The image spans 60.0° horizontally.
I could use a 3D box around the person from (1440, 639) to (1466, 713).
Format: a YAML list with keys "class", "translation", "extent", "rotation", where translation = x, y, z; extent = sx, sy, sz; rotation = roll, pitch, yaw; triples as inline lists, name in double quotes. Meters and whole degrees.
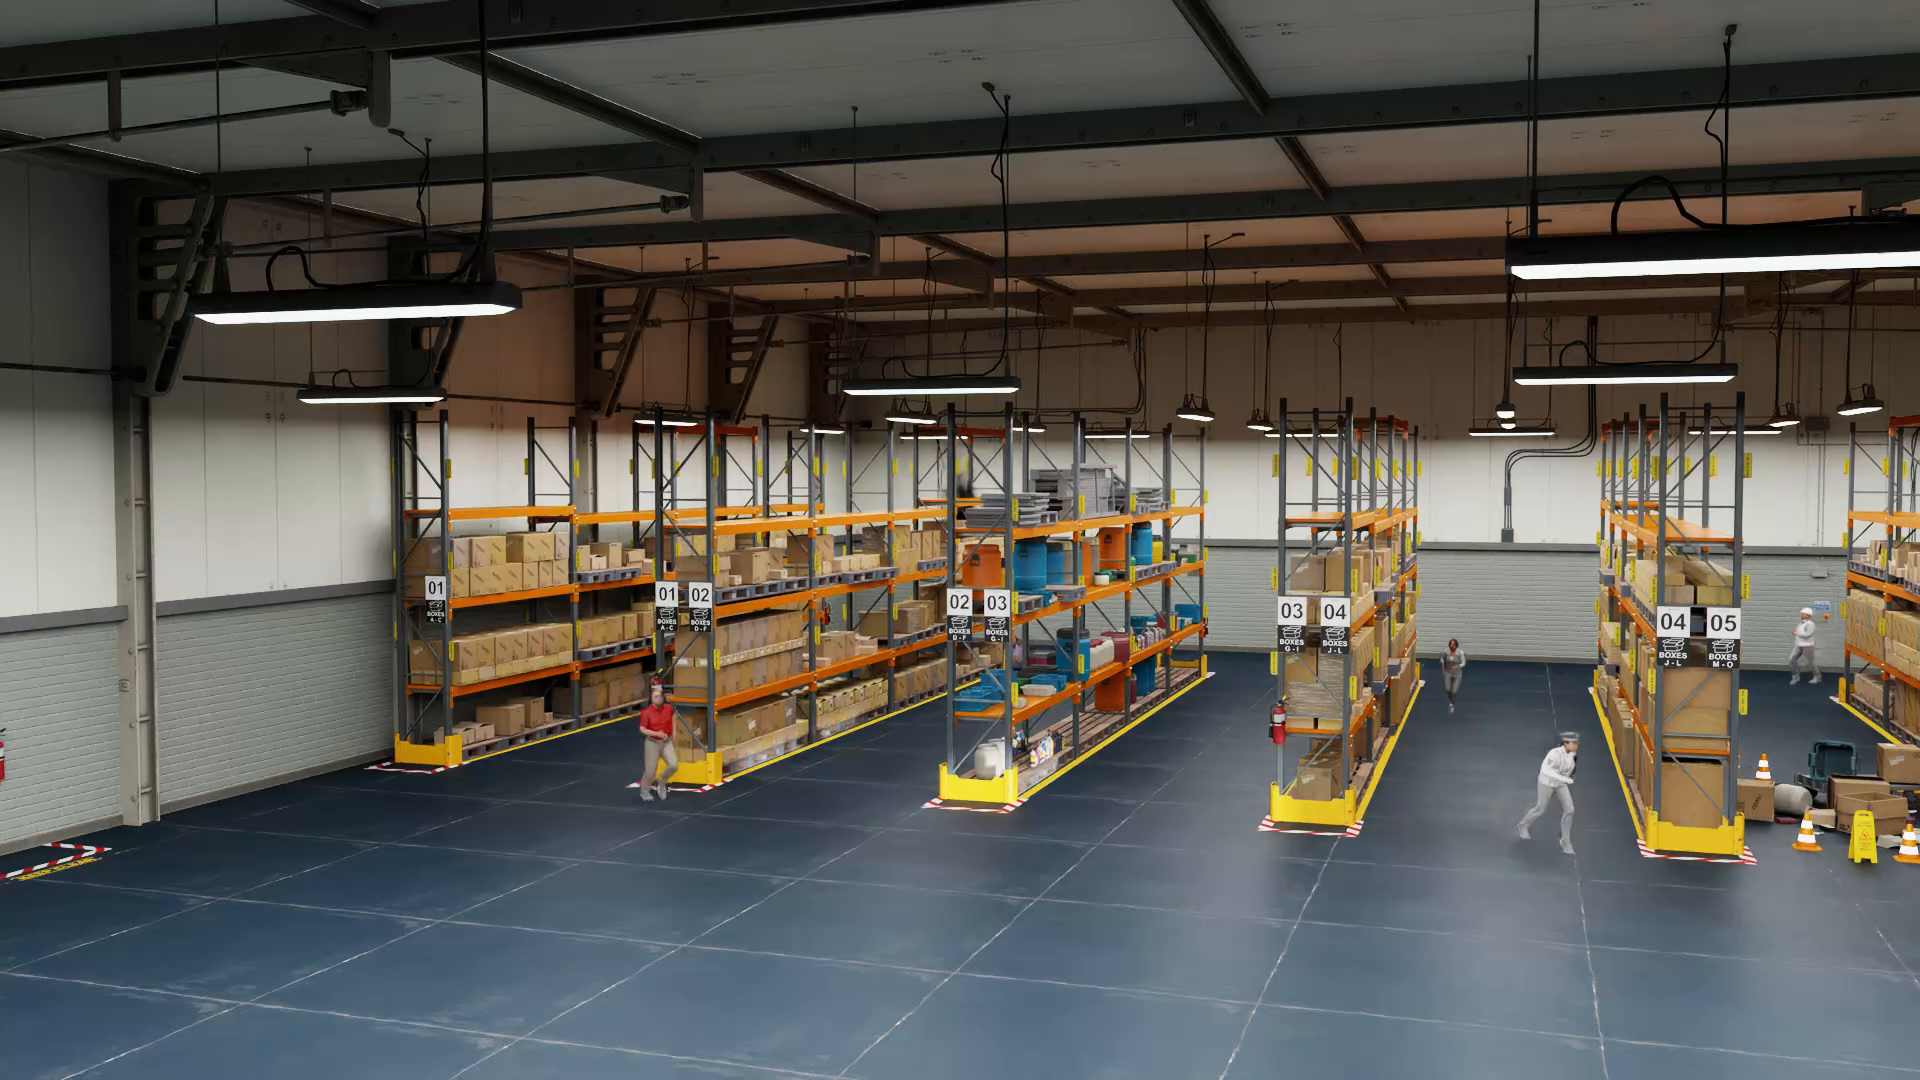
- class: "person"
  translation: [10.027, 2.769, 33.842]
  extent: [0.504, 1.541, 0.659]
  rotation: [1, 3, 19]

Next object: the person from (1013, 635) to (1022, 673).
- class: "person"
  translation: [1.192, 2.758, 34.066]
  extent: [0.603, 1.643, 0.939]
  rotation: [1, 3, 22]

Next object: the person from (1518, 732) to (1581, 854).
- class: "person"
  translation: [7.784, 3.294, 21.969]
  extent: [0.658, 1.625, 0.965]
  rotation: [-1, 3, -30]

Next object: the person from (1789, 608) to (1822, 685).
- class: "person"
  translation: [19.498, 2.476, 38.379]
  extent: [0.762, 1.835, 0.625]
  rotation: [0, 2, -3]

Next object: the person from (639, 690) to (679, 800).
- class: "person"
  translation: [-4.491, 3.073, 24.895]
  extent: [0.683, 1.681, 0.830]
  rotation: [-2, 3, -34]
